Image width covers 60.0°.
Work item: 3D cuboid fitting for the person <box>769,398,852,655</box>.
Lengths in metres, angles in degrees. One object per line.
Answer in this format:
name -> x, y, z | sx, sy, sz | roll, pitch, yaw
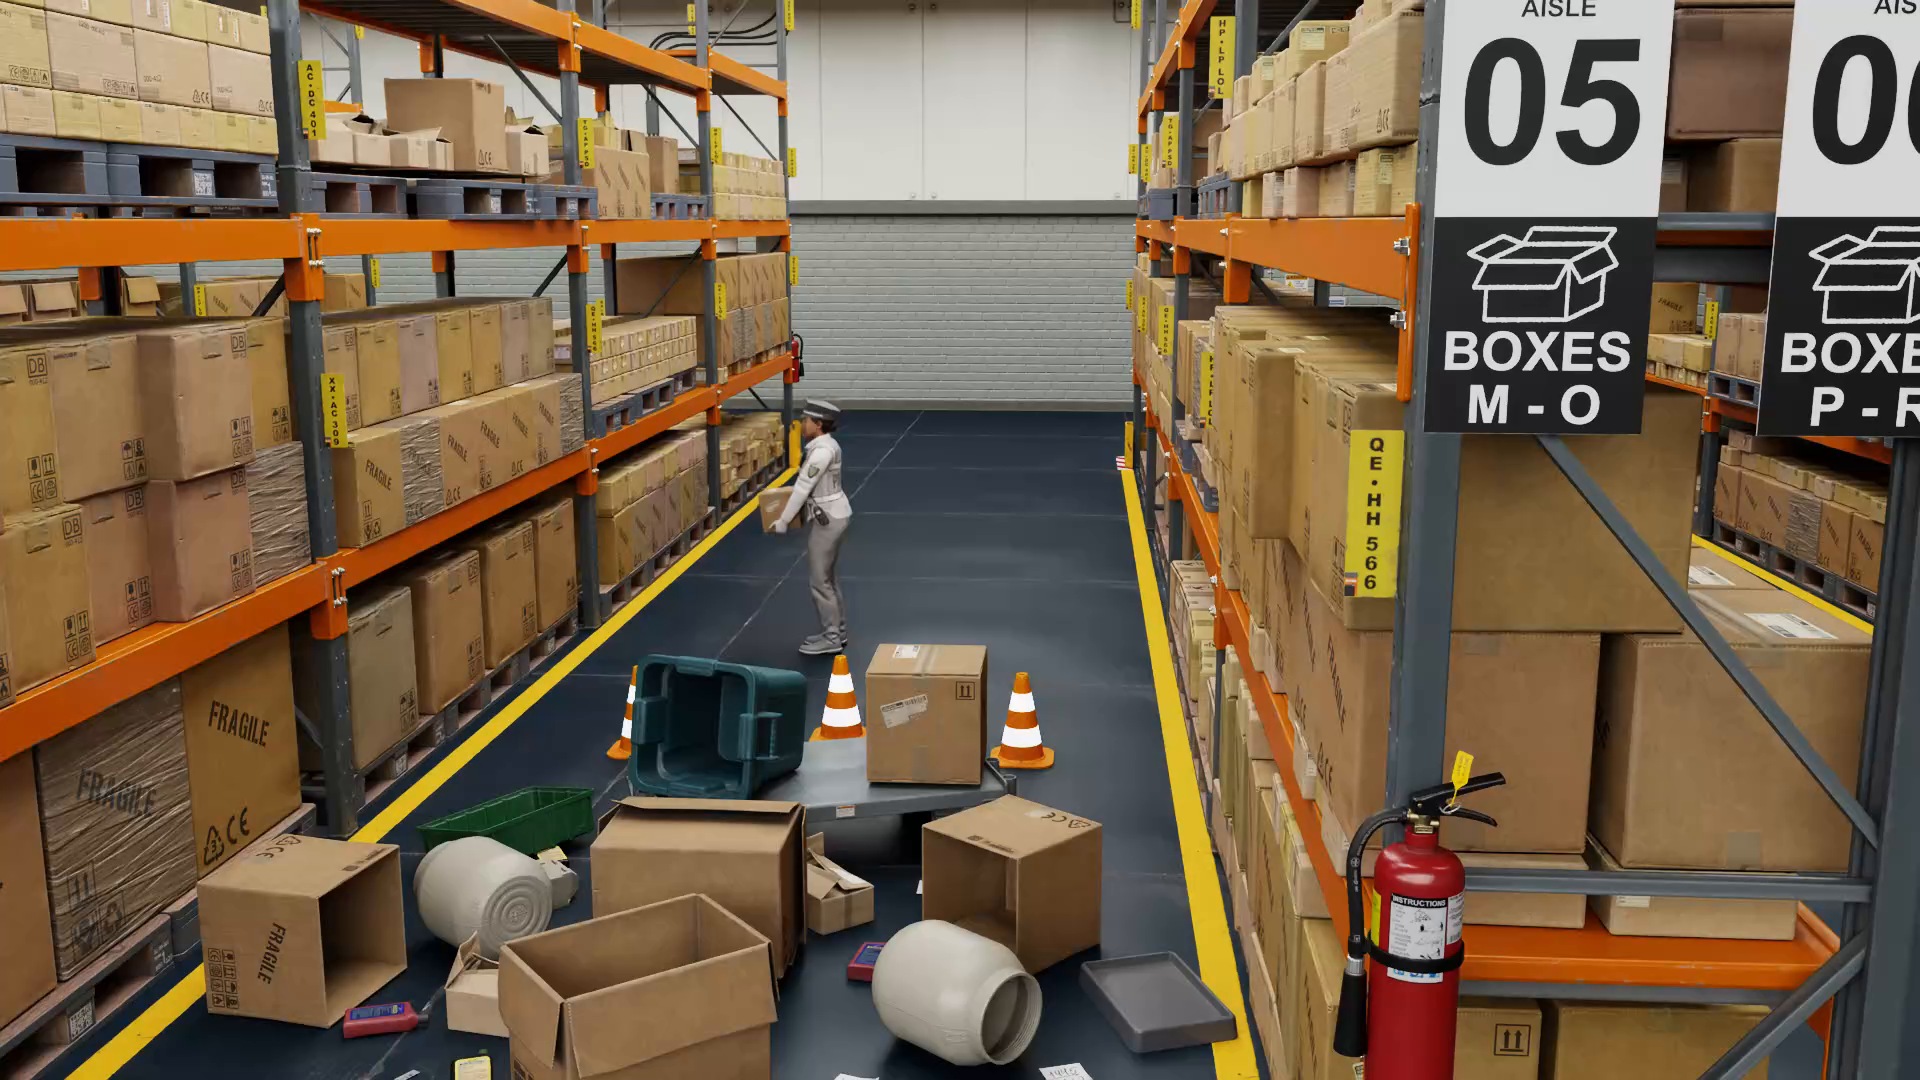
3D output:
person -> -0.973, -0.096, 10.902 | 0.528, 1.682, 0.417 | 1, 11, 3
